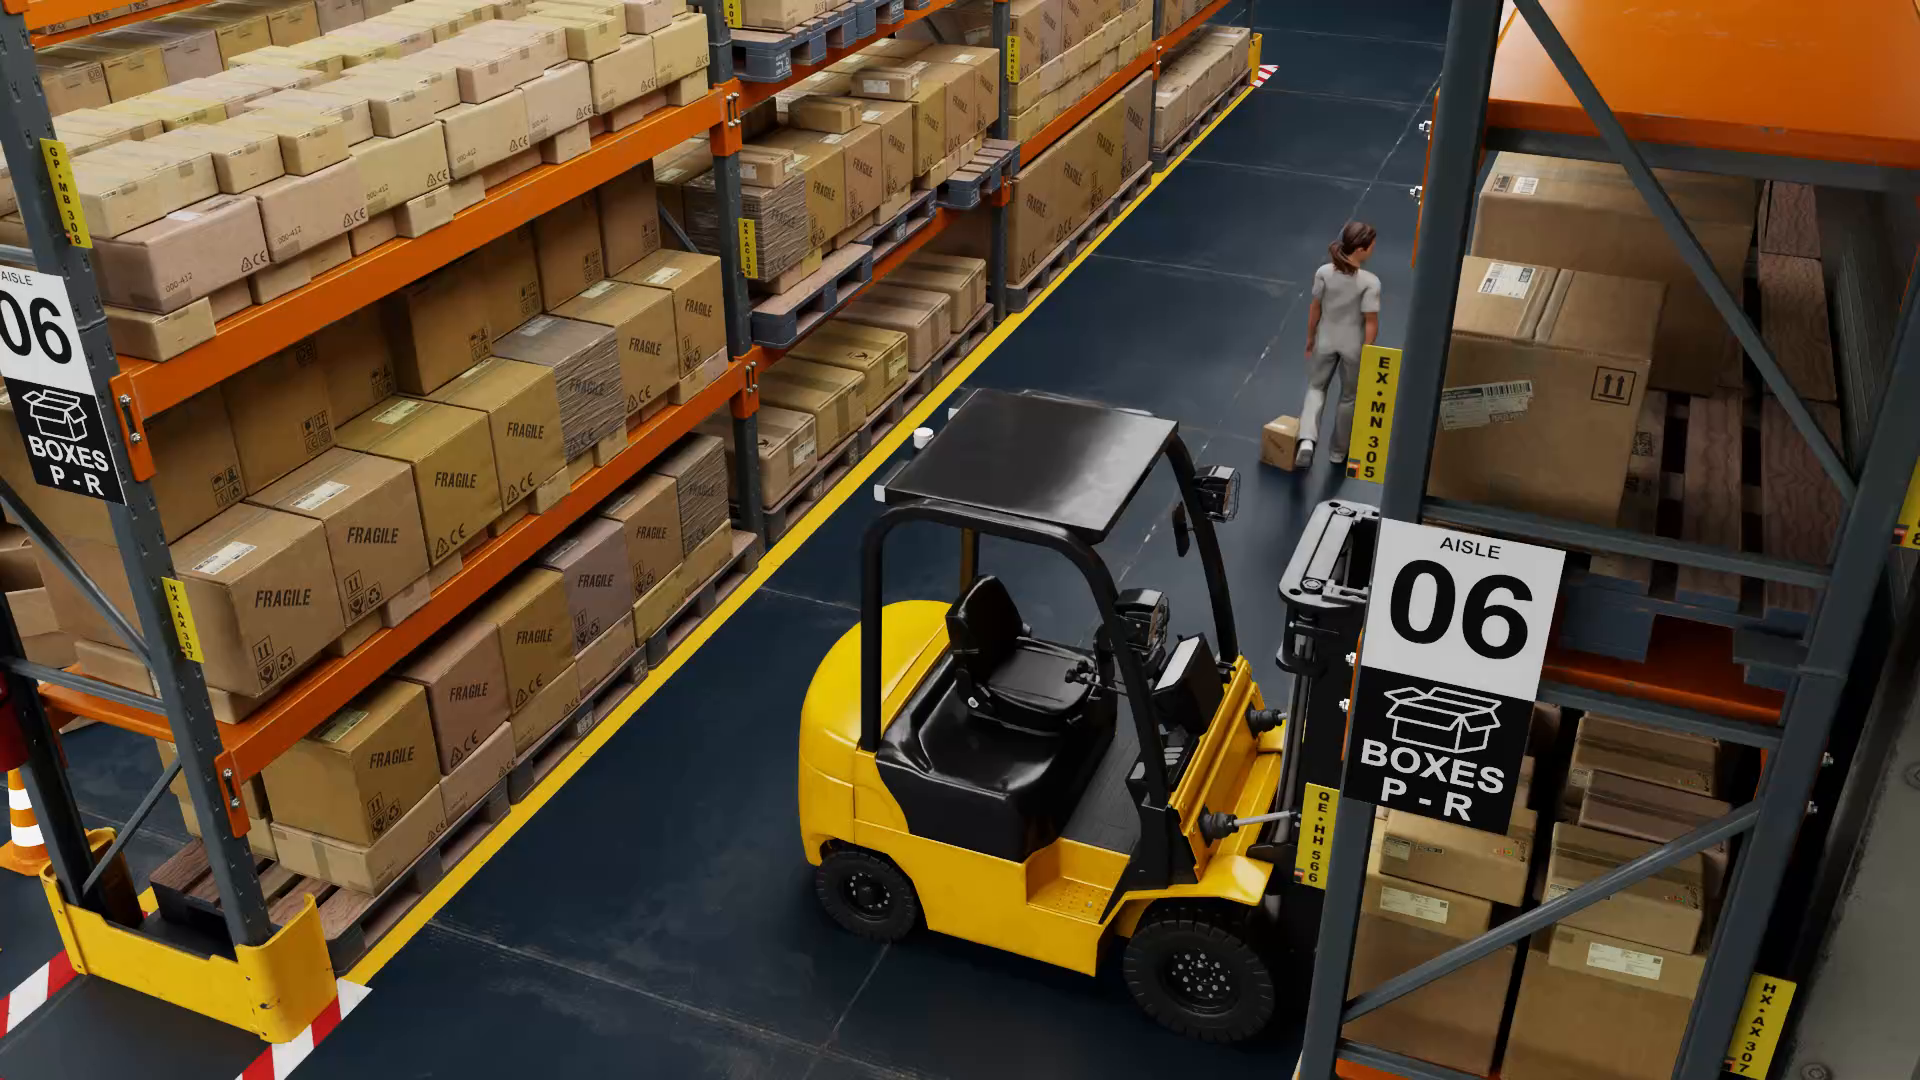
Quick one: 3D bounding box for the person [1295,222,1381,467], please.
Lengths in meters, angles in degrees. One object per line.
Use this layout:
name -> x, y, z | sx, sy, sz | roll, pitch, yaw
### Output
person -> 2.396, -1.195, 10.484 | 0.467, 1.641, 0.747 | 15, 33, 24
